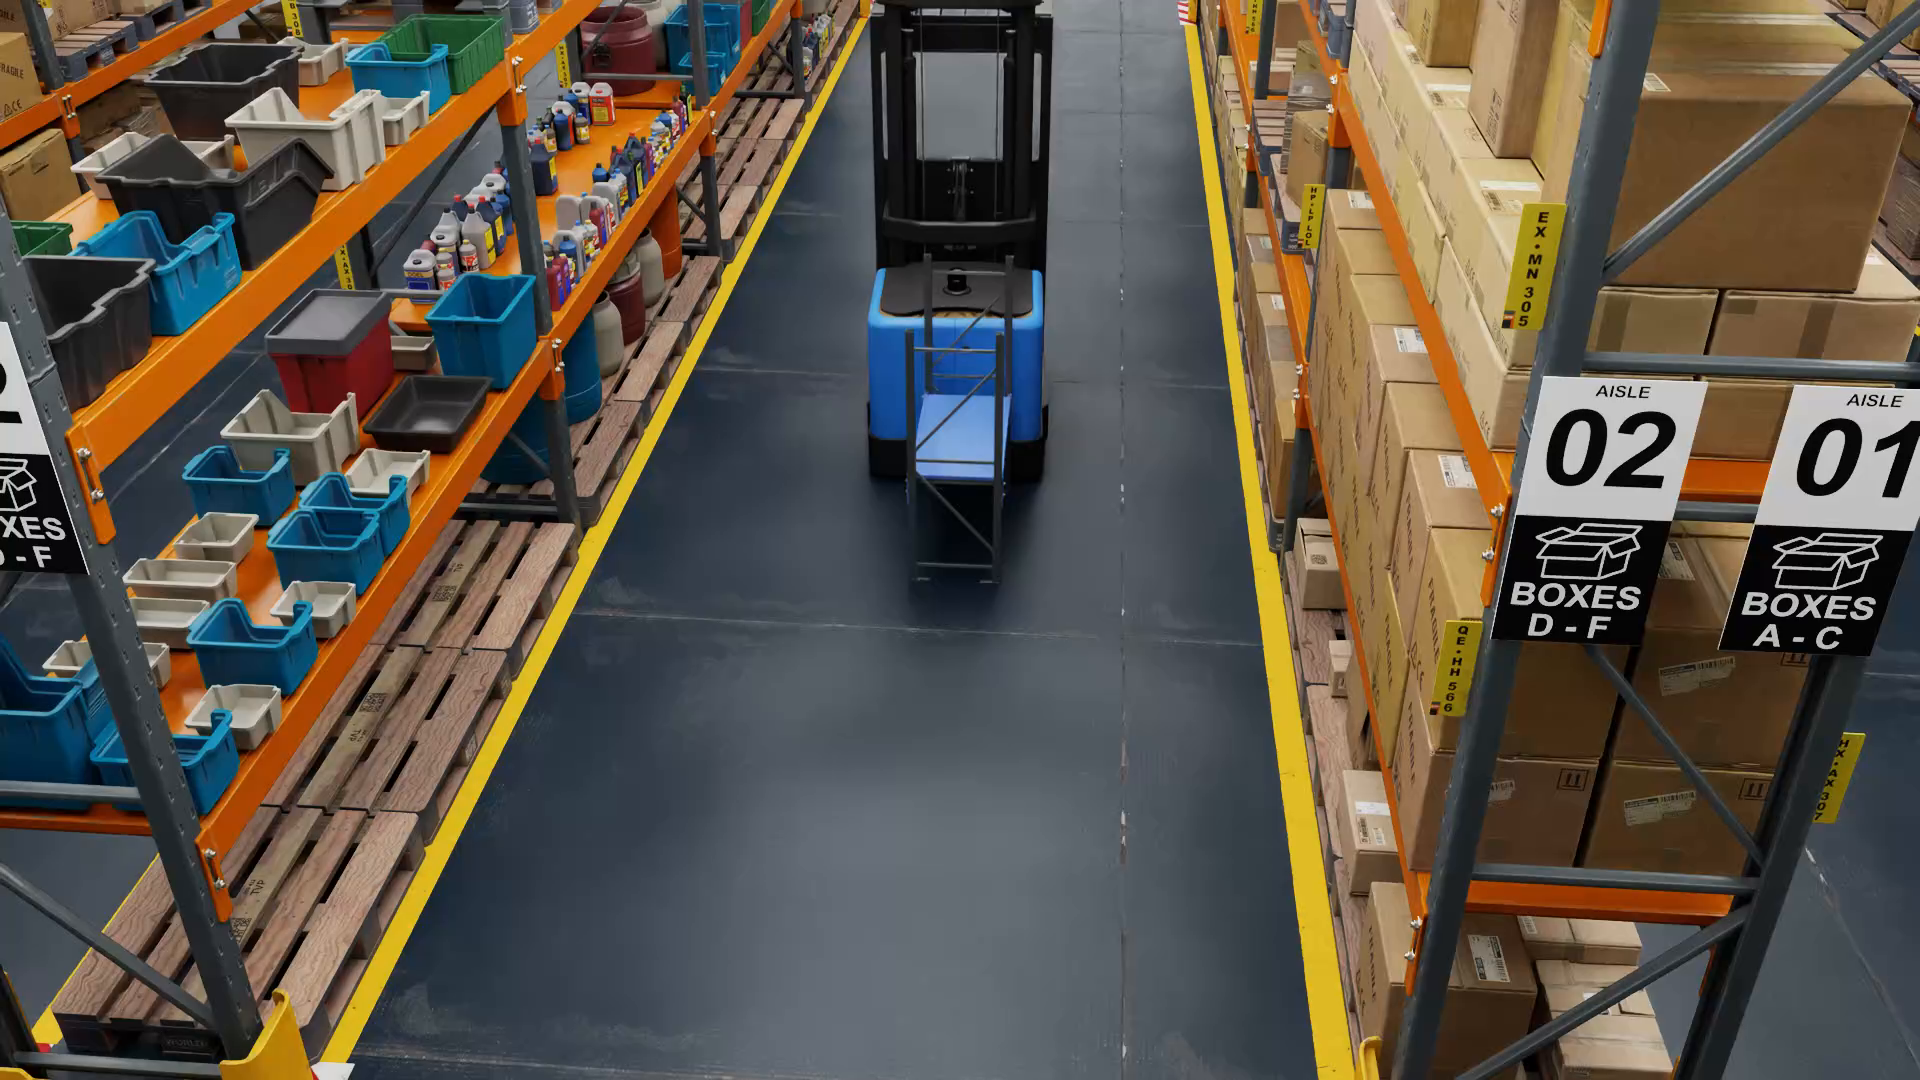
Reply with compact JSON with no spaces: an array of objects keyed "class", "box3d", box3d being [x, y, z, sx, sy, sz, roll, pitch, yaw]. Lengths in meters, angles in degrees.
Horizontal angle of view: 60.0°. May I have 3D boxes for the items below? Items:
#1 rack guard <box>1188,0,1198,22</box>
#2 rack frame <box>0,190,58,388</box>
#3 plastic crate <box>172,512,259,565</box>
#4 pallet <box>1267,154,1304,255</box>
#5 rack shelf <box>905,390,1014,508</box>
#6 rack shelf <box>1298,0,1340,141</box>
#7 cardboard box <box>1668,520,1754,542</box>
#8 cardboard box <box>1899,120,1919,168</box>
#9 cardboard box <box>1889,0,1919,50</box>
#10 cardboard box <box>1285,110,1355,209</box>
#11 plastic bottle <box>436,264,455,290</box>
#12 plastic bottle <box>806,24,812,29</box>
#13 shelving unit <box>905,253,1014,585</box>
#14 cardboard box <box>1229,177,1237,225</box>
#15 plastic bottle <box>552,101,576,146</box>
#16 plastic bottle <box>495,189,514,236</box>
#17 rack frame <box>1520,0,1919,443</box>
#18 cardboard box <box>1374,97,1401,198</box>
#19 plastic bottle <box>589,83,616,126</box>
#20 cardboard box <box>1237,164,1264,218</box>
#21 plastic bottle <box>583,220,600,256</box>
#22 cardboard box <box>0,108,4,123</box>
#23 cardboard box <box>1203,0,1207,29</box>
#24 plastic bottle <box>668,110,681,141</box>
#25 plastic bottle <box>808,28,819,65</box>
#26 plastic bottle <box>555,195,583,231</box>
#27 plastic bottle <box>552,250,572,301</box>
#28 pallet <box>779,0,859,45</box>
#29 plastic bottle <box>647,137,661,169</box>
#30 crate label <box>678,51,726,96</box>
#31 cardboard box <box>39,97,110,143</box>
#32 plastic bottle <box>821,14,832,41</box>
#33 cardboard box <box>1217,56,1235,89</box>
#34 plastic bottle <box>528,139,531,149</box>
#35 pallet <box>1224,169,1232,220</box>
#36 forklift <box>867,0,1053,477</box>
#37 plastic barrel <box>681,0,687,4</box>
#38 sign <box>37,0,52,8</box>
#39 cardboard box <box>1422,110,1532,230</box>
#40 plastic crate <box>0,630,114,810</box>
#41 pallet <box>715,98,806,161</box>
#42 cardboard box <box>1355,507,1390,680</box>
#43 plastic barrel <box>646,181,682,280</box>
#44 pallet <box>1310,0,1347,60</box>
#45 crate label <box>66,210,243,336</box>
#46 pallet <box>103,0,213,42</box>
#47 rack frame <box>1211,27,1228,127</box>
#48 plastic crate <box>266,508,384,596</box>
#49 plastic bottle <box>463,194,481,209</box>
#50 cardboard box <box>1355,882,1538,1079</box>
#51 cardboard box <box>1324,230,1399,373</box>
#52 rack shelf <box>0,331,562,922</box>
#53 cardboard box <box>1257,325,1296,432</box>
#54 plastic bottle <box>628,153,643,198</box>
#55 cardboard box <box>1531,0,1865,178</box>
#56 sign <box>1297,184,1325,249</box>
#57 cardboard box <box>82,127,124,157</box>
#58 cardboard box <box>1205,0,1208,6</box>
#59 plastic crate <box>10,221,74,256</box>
[{"class":"rack guard","box3d":[3.250,-6.289,19.259,1.175,0.500,0.348,2,32,4]},{"class":"rack frame","box3d":[-2.992,-1.742,3.780,1.000,3.000,0.127,2,32,4]},{"class":"plastic crate","box3d":[-3.064,0.011,6.847,0.298,0.136,0.250,2,32,4]},{"class":"pallet","box3d":[2.443,-2.059,10.195,1.003,0.211,1.213,2,32,4]},{"class":"rack shelf","box3d":[0.010,-0.522,9.291,0.538,0.185,1.000,2,32,4]},{"class":"rack shelf","box3d":[2.433,-3.083,9.500,1.077,0.370,4.000,2,32,4]},{"class":"cardboard box","box3d":[2.279,0.063,5.521,0.500,0.500,0.500,3,32,4]},{"class":"cardboard box","box3d":[7.649,-3.064,12.892,0.500,0.250,0.500,3,32,5]},{"class":"cardboard box","box3d":[7.641,-4.076,12.771,0.700,0.500,0.500,2,32,4]},{"class":"cardboard box","box3d":[2.353,-2.214,9.768,0.700,0.500,0.500,-5,32,-9]},{"class":"plastic bottle","box3d":[-2.830,-1.419,9.164,0.097,0.201,0.097,0,32,0]},{"class":"plastic bottle","box3d":[-1.587,-5.364,17.623,0.097,0.201,0.097,0,32,0]},{"class":"shelving unit","box3d":[0.010,-0.675,9.197,0.538,1.500,1.048,2,32,4]},{"class":"cardboard box","box3d":[2.434,-2.721,13.307,0.500,0.250,0.500,2,32,3]},{"class":"plastic bottle","box3d":[-2.735,-2.864,11.437,0.152,0.276,0.135,2,32,4]},{"class":"plastic bottle","box3d":[-2.748,-1.974,9.997,0.097,0.271,0.097,0,32,0]},{"class":"rack frame","box3d":[1.945,-1.528,3.433,1.000,3.000,0.127,2,32,4]},{"class":"cardboard box","box3d":[1.898,-1.513,6.410,0.500,0.250,0.500,2,32,4]},{"class":"plastic bottle","box3d":[-2.546,-3.099,11.819,0.152,0.276,0.135,2,32,4]},{"class":"cardboard box","box3d":[2.393,-2.689,12.721,0.500,0.311,0.500,3,32,5]},{"class":"plastic bottle","box3d":[-2.166,-1.773,9.738,0.097,0.201,0.097,0,32,0]},{"class":"cardboard box","box3d":[-7.116,-3.096,11.600,0.500,0.500,0.500,2,32,4]},{"class":"cardboard box","box3d":[2.945,-5.817,18.330,0.500,0.250,0.500,2,32,4]},{"class":"plastic bottle","box3d":[-1.994,-2.877,11.528,0.097,0.201,0.097,0,32,0]},{"class":"plastic bottle","box3d":[-1.520,-5.025,16.931,0.144,0.351,0.185,1,32,2]},{"class":"plastic bottle","box3d":[-2.325,-1.943,9.943,0.152,0.276,0.135,2,32,4]},{"class":"plastic bottle","box3d":[-2.200,-1.473,9.173,0.061,0.283,0.133,2,32,4]},{"class":"pallet","box3d":[-1.720,-5.901,18.904,1.003,0.211,1.213,2,32,4]},{"class":"plastic bottle","box3d":[-2.042,-2.571,11.033,0.097,0.201,0.097,0,32,0]},{"class":"crate label","box3d":[-1.932,-3.504,12.517,0.303,0.233,0.416,2,32,4]},{"class":"cardboard box","box3d":[-7.252,-3.377,13.399,0.500,0.250,0.500,4,32,6]},{"class":"plastic bottle","box3d":[-1.449,-5.472,17.728,0.152,0.276,0.135,3,32,4]},{"class":"cardboard box","box3d":[2.640,-4.291,15.320,0.500,0.311,0.500,3,32,4]},{"class":"plastic bottle","box3d":[-2.837,-2.507,10.850,0.061,0.283,0.133,2,32,4]},{"class":"pallet","box3d":[2.804,-3.036,14.255,1.003,0.211,1.213,2,32,4]},{"class":"forklift","box3d":[0.016,-2.368,10.580,1.130,2.935,3.031,1,32,1]},{"class":"plastic barrel","box3d":[-2.406,-4.420,13.714,0.433,0.535,0.433,0,32,0]},{"class":"sign","box3d":[-6.723,-4.054,12.145,0.100,0.325,0.005,2,32,4]},{"class":"cardboard box","box3d":[1.818,-1.203,5.430,0.500,0.250,0.500,2,32,4]},{"class":"plastic crate","box3d":[-3.151,0.588,5.626,0.616,0.435,0.499,2,32,4]},{"class":"pallet","box3d":[-2.040,-3.863,15.598,1.003,0.211,1.213,2,32,4]},{"class":"cardboard box","box3d":[1.795,0.205,6.243,0.500,0.500,0.500,3,32,4]},{"class":"plastic barrel","box3d":[-2.363,-2.369,12.184,0.600,0.830,0.708,2,32,4]},{"class":"pallet","box3d":[2.394,-2.601,8.212,1.213,0.211,1.003,2,32,4]},{"class":"crate label","box3d":[-2.594,-0.870,5.366,0.408,0.251,0.502,2,32,4]},{"class":"pallet","box3d":[-7.156,-4.538,14.218,1.003,0.211,1.213,2,32,4]},{"class":"rack frame","box3d":[2.922,-5.249,15.189,1.000,3.000,0.127,2,32,4]},{"class":"plastic crate","box3d":[-2.536,0.054,6.686,0.416,0.233,0.300,2,32,4]},{"class":"plastic bottle","box3d":[-2.885,-1.901,9.875,0.152,0.276,0.135,2,32,4]},{"class":"cardboard box","box3d":[1.744,1.608,6.026,0.500,0.500,0.500,2,32,4]},{"class":"cardboard box","box3d":[1.910,-1.030,7.294,0.500,0.500,0.500,2,32,2]},{"class":"rack shelf","box3d":[-2.829,0.073,7.239,1.077,0.370,4.000,2,32,4]},{"class":"cardboard box","box3d":[2.115,-0.980,10.224,0.500,0.500,0.500,3,32,5]},{"class":"plastic bottle","box3d":[-2.067,-2.328,10.559,0.061,0.283,0.133,2,32,4]},{"class":"cardboard box","box3d":[2.096,-1.247,4.787,0.700,0.500,0.500,2,32,4]},{"class":"sign","box3d":[1.717,-1.581,8.133,0.100,0.325,0.005,2,32,4]},{"class":"cardboard box","box3d":[-7.242,-3.057,13.595,0.700,0.500,0.500,1,32,1]},{"class":"cardboard box","box3d":[2.943,-6.136,18.133,0.500,0.500,0.500,2,32,4]},{"class":"plastic crate","box3d":[-3.196,-0.903,5.479,0.450,0.188,0.336,2,32,4]}]
